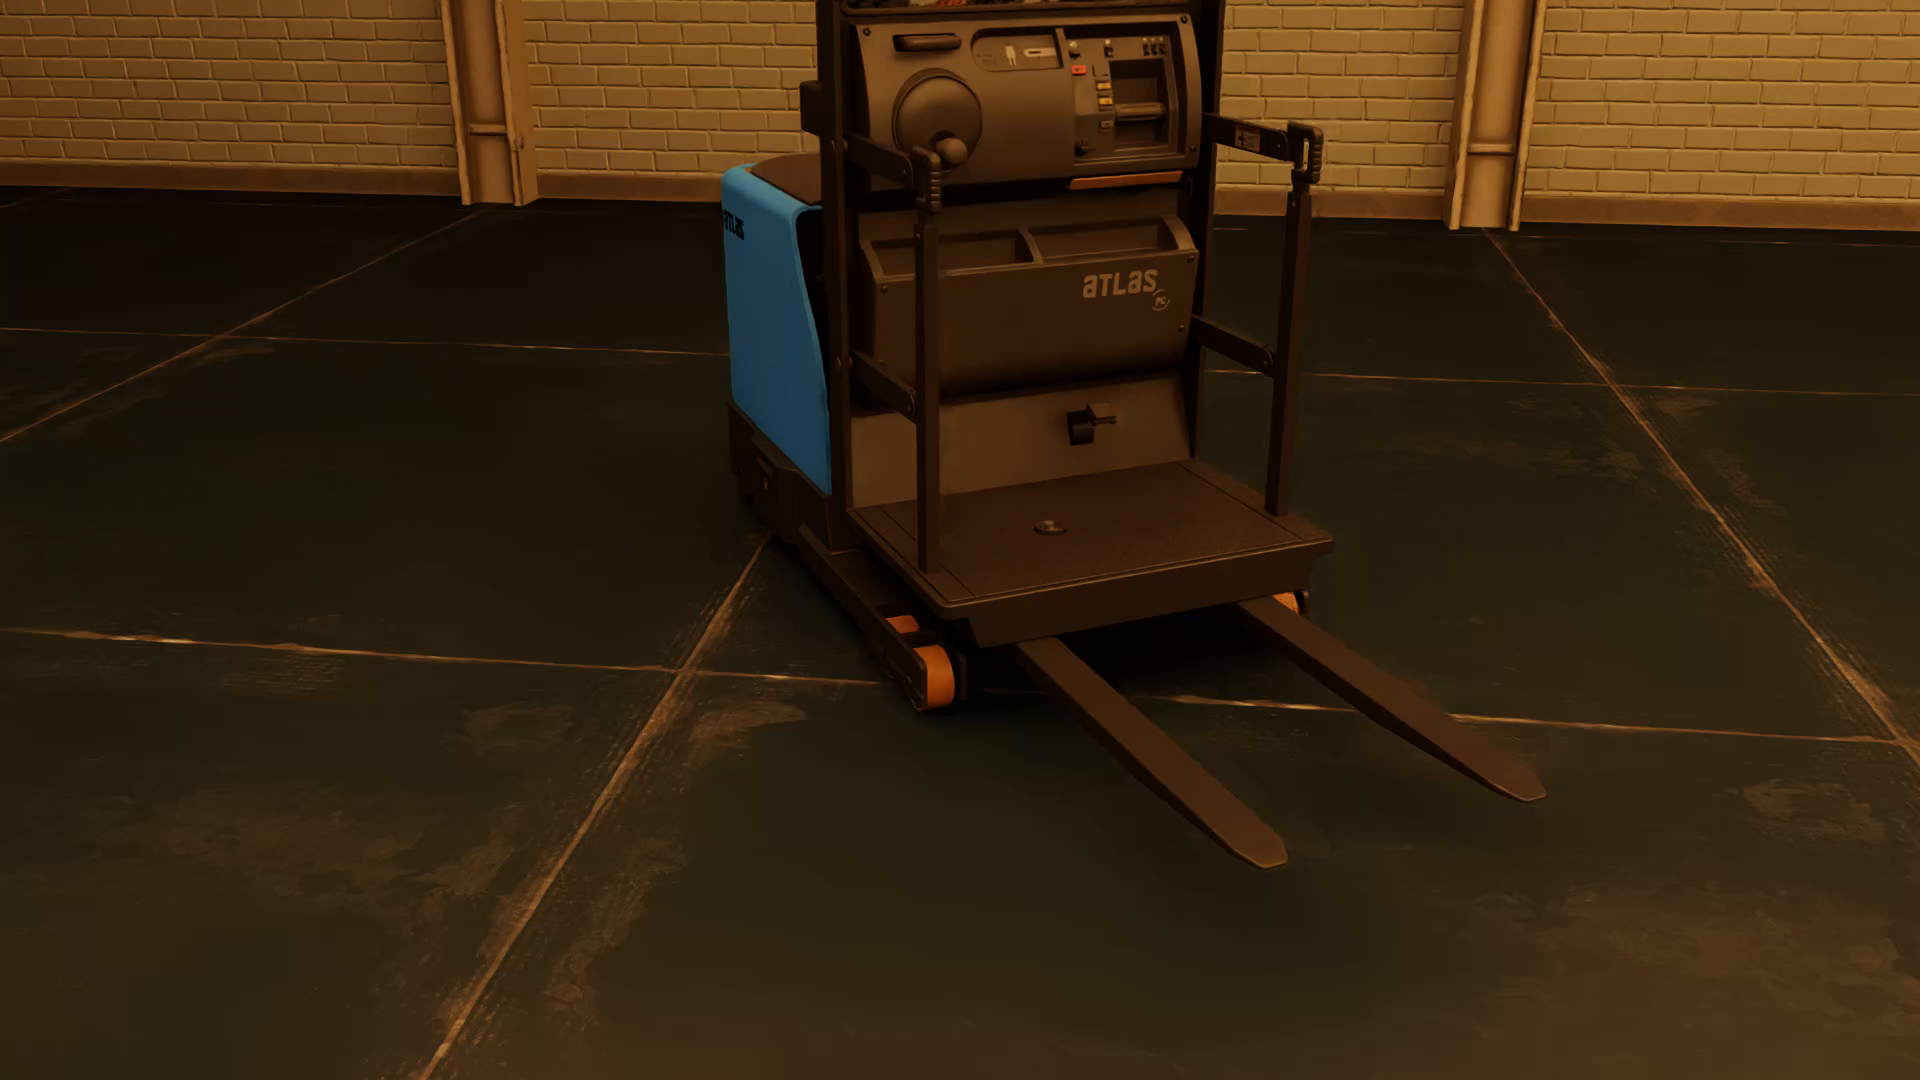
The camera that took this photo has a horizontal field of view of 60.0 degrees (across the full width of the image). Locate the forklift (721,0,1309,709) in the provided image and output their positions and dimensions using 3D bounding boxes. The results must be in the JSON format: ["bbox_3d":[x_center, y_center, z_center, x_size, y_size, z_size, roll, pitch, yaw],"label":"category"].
[{"bbox_3d":[0.275,-1.115,4.022,1.130,2.935,3.031,-9,24,-21],"label":"forklift"}]
